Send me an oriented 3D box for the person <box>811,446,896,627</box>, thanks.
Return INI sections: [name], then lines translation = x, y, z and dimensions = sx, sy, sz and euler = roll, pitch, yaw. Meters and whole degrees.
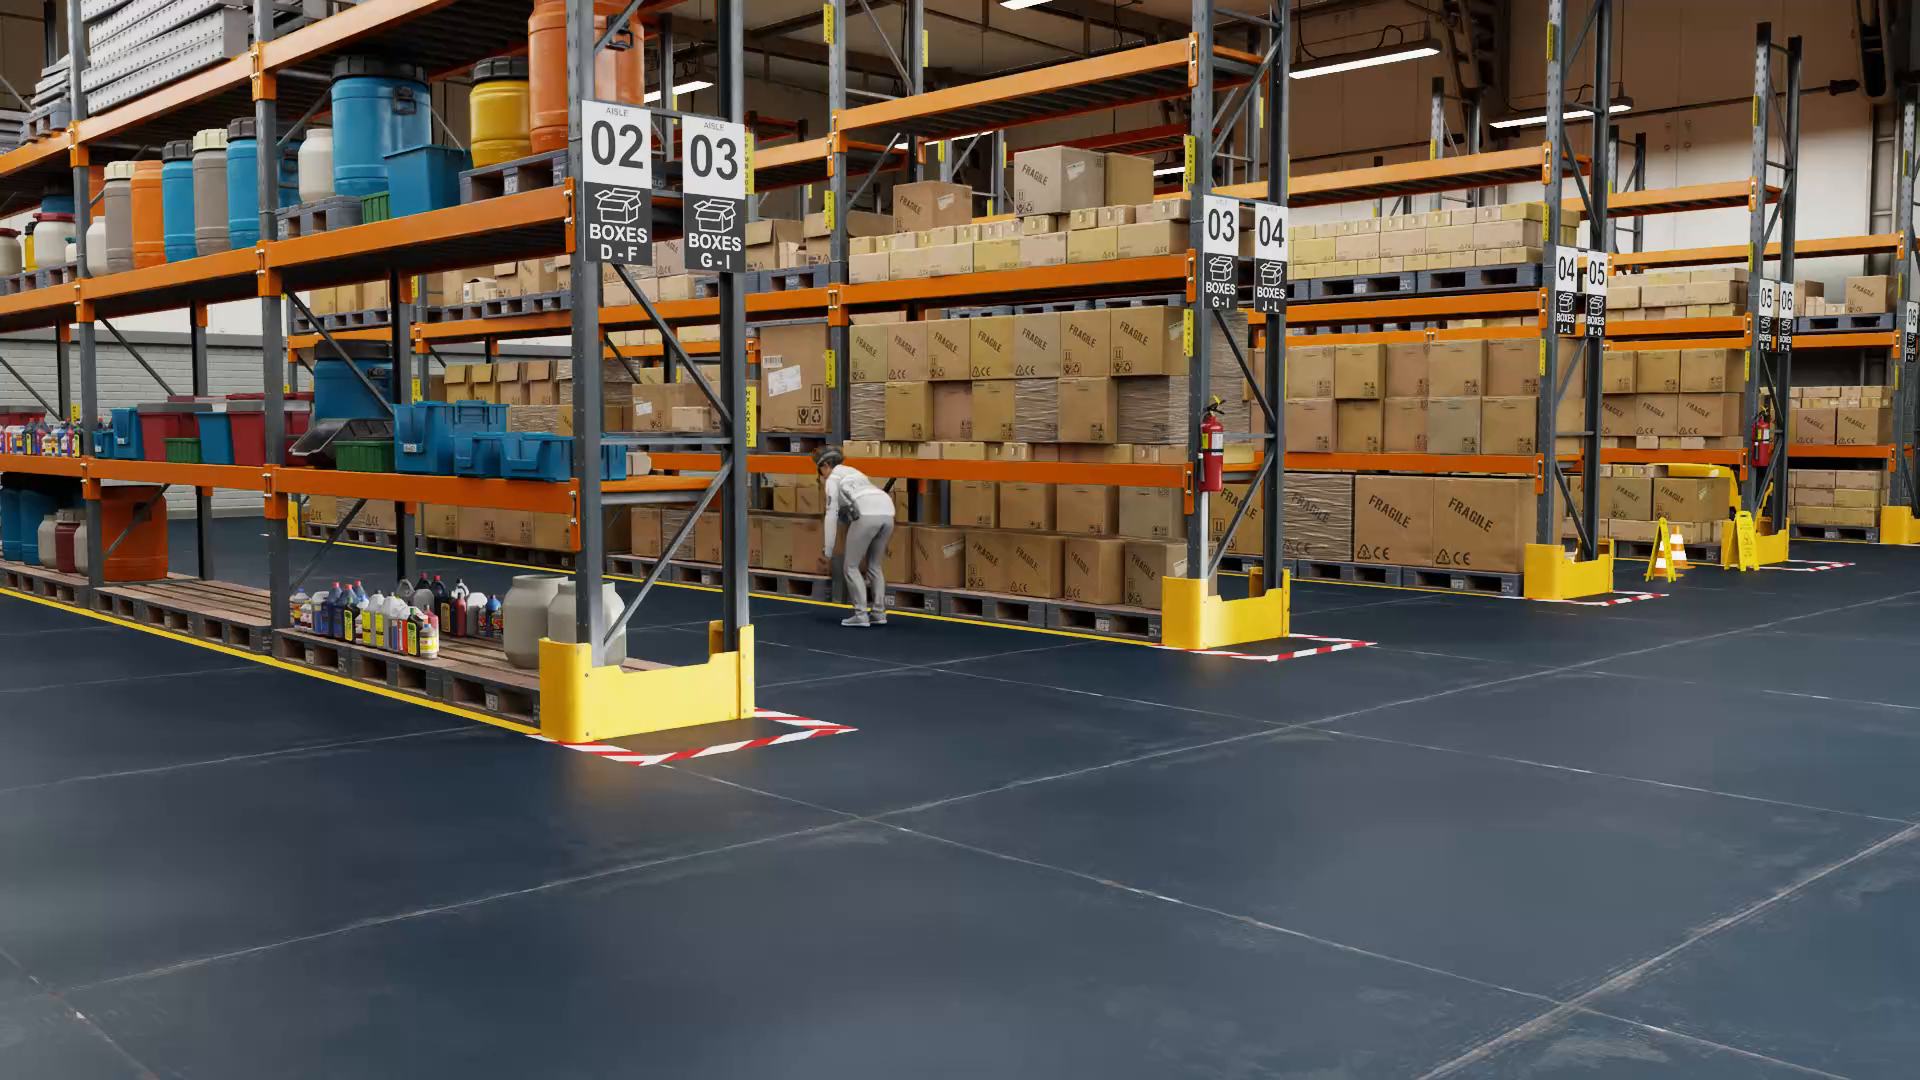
[person]
translation = -0.871, -0.036, 13.277
dimensions = 0.814, 1.428, 0.404
euler = 4, 6, 45
